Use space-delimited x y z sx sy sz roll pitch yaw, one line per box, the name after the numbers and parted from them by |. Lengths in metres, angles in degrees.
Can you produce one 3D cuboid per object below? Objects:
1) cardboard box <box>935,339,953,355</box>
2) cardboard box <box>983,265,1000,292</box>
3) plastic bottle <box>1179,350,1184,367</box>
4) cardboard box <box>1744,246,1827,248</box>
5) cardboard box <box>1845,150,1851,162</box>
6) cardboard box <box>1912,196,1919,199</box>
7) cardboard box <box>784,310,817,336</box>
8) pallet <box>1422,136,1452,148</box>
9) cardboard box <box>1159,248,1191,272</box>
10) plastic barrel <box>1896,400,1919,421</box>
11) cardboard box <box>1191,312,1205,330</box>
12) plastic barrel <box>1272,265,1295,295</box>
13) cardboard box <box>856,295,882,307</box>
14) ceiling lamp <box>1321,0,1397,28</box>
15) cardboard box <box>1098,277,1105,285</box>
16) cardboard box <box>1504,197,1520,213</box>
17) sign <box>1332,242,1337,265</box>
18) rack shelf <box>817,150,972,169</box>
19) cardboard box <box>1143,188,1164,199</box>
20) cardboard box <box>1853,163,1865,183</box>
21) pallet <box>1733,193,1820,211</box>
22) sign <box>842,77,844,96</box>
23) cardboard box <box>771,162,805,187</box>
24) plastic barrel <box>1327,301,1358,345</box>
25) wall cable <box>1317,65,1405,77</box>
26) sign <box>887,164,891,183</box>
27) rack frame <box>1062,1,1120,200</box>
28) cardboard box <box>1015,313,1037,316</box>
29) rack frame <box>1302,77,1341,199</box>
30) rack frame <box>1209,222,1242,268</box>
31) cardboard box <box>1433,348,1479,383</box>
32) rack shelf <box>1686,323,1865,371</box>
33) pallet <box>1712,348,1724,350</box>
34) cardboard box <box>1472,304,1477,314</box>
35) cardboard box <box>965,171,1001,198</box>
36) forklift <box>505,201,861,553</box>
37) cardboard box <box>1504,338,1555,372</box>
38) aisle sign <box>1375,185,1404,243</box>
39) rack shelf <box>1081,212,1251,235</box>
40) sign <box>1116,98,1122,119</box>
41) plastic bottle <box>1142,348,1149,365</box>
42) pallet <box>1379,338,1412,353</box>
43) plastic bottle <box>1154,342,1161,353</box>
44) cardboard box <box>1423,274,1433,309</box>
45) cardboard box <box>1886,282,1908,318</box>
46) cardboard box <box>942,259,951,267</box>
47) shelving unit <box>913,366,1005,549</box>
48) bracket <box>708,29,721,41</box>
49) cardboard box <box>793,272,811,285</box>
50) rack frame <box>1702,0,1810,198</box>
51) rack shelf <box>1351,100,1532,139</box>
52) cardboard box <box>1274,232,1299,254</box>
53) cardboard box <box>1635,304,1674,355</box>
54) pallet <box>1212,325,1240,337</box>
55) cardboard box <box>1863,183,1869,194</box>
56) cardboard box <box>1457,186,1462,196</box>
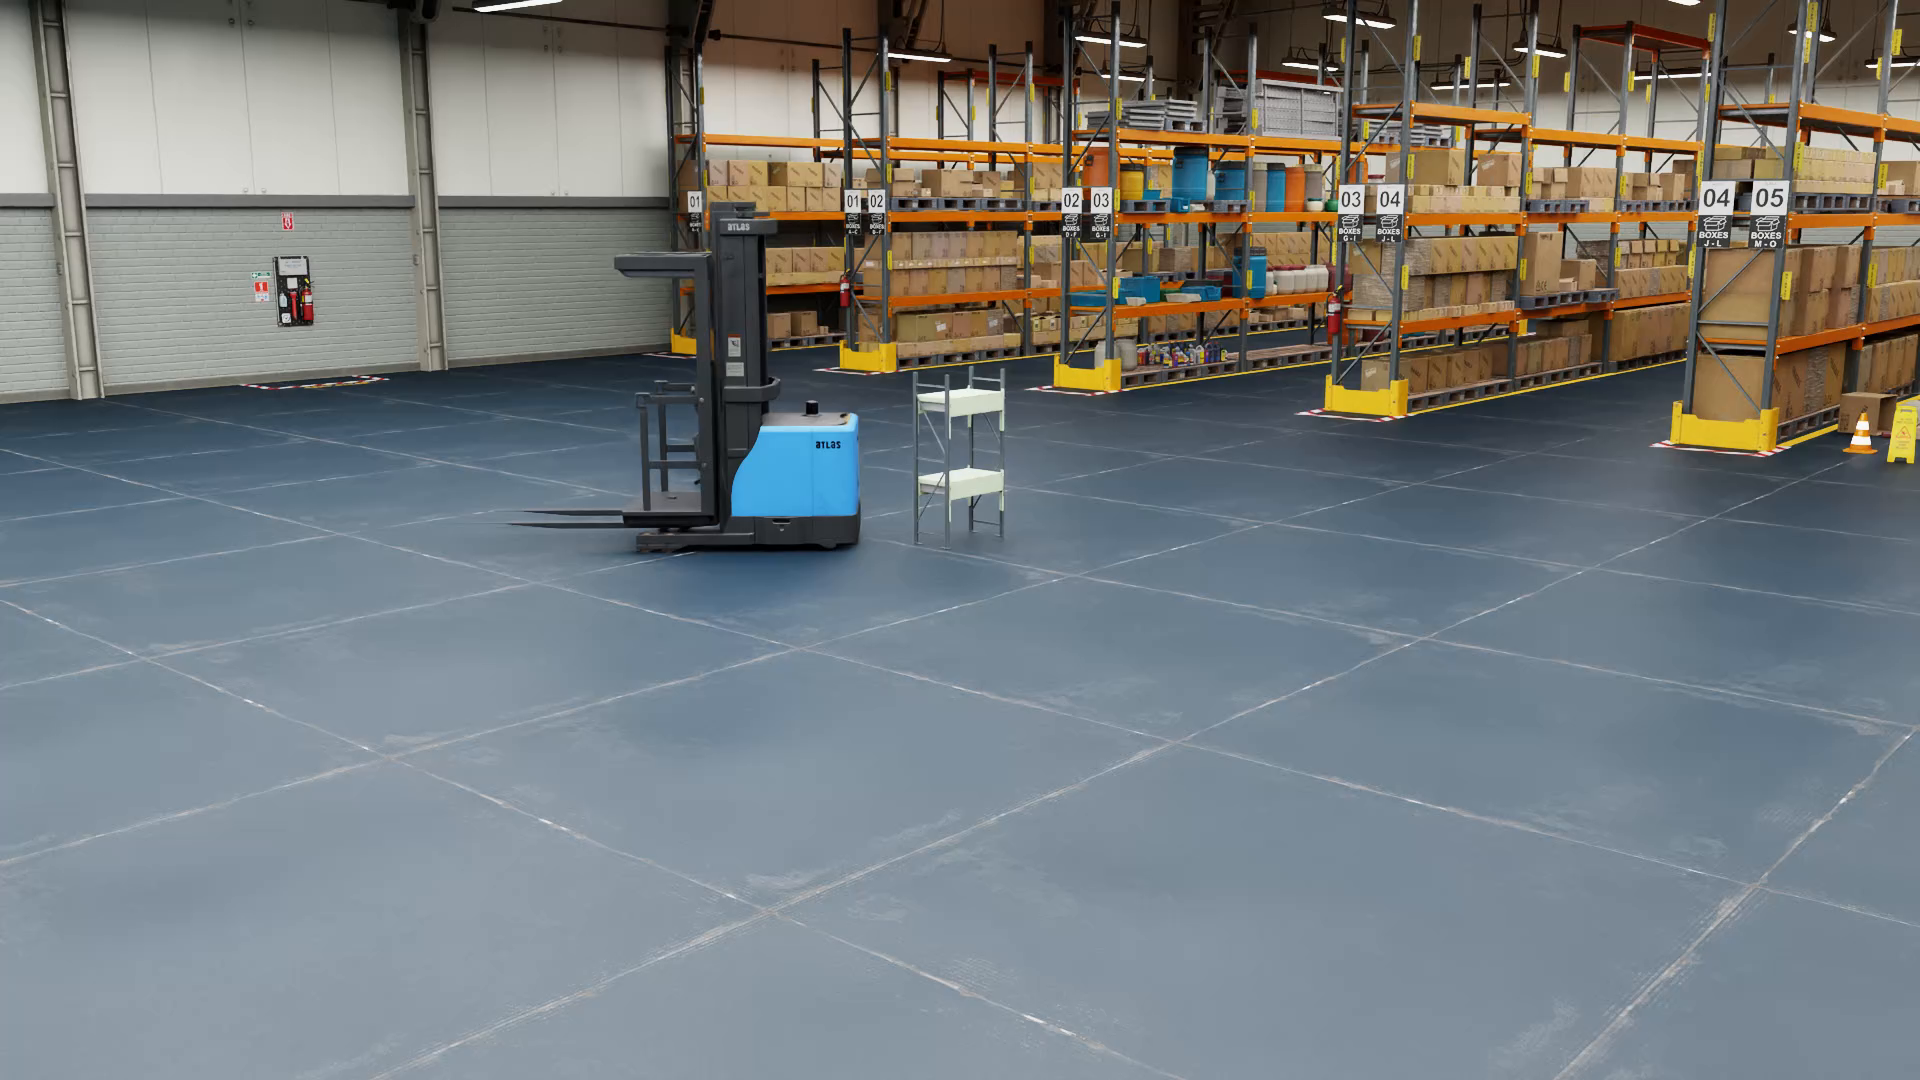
-0.482 -3.635 31.202 0.500 0.250 0.500 10 15 40 | cardboard box
0.348 -5.073 32.197 0.700 0.500 0.500 10 15 40 | cardboard box
3.781 -3.109 28.459 0.097 0.271 0.097 0 11 0 | plastic bottle
10.729 -3.548 21.676 0.875 0.550 0.500 10 15 40 | cardboard box
11.242 -4.944 21.427 0.380 0.149 0.250 10 15 40 | cardboard box
15.295 -5.389 26.121 0.500 0.500 0.500 10 15 40 | cardboard box
-3.399 -4.641 35.546 0.500 0.500 0.500 8 14 36 | cardboard box
9.456 -8.232 34.455 1.003 0.211 1.213 10 15 40 | pallet
4.698 -6.229 36.913 0.500 0.500 0.700 -9 14 -37 | cardboard box
12.481 -1.603 21.654 0.421 0.421 0.512 -2 11 -9 | plastic barrel
5.152 -5.005 37.372 0.500 0.500 0.500 9 14 38 | cardboard box
5.978 -4.815 30.811 0.433 0.535 0.433 0 11 0 | plastic barrel
-1.983 -5.342 37.142 0.500 0.250 0.500 9 15 39 | cardboard box
6.711 -9.950 26.651 0.800 3.185 2.000 10 15 40 | ceiling lamp
2.820 -5.439 34.926 0.250 0.149 0.380 -11 16 -43 | cardboard box
8.314 -5.184 25.731 0.500 0.250 0.500 11 15 42 | cardboard box
5.374 -4.096 23.799 0.100 0.325 0.005 10 15 40 | sign
-1.424 -8.496 37.130 1.077 0.370 4.000 10 15 40 | rack shelf
3.883 -7.346 35.917 0.910 0.500 0.500 10 15 40 | cardboard box
11.611 -4.849 21.970 0.500 0.250 0.500 10 15 40 | cardboard box
9.919 -4.181 20.552 1.003 0.211 1.213 10 15 40 | pallet
-2.059 -8.091 29.659 0.100 0.325 0.005 10 15 40 | sign
-3.562 -7.560 34.385 0.500 0.500 0.500 9 14 38 | cardboard box
7.648 -4.332 33.211 0.600 0.830 0.708 10 15 40 | plastic barrel
11.211 -11.906 46.380 3.097 2.526 0.112 10 15 40 | wall cable
-1.248 -6.446 29.233 0.100 0.325 0.005 10 15 40 | sign
2.057 -6.881 26.187 1.000 3.000 0.127 10 15 40 | rack frame
1.370 -4.475 33.975 0.500 0.311 0.500 10 15 42 | cardboard box
8.901 -9.876 41.183 1.000 3.000 0.127 10 15 40 | rack frame
6.260 -6.346 38.824 1.000 3.000 0.127 10 15 40 | rack frame
7.752 -2.728 26.023 0.500 0.500 0.500 -7 13 -30 | cardboard box
10.757 -2.584 21.827 1.077 0.370 4.000 10 15 40 | rack shelf
15.065 -3.979 34.094 1.003 0.211 1.213 10 15 40 | pallet
7.635 -3.517 25.303 0.380 0.149 0.250 10 15 40 | cardboard box
0.449 -6.923 32.372 0.500 0.500 0.500 -11 15 -43 | cardboard box
-2.405 -1.434 14.406 3.031 2.935 1.130 0 11 -1 | forklift
9.538 -3.115 27.907 0.700 0.500 0.500 8 14 36 | cardboard box
5.962 -4.526 23.074 0.394 0.787 0.004 10 15 40 | aisle sign
3.378 -5.352 28.025 1.077 0.370 4.000 10 15 40 | rack shelf
2.468 -6.707 25.849 0.100 0.325 0.005 10 15 40 | sign
3.208 -3.170 28.734 0.061 0.283 0.133 10 15 40 | plastic bottle
8.633 -4.049 34.443 1.003 0.211 1.213 10 15 40 | pallet
3.448 -3.289 29.160 0.144 0.351 0.185 10 15 40 | plastic bottle
6.402 -3.660 24.363 0.875 0.500 0.500 10 15 40 | cardboard box
13.627 -3.545 24.546 0.500 0.500 0.500 10 15 41 | cardboard box
-0.391 -5.167 31.011 0.380 0.149 0.250 10 15 40 | cardboard box
-0.004 -0.734 14.559 0.431 1.500 0.755 10 15 40 | shelving unit
-5.032 -10.157 33.399 0.235 0.232 0.430 10 15 40 | bracket
-3.485 -5.488 34.860 0.500 0.250 0.500 10 15 40 | cardboard box
9.437 -5.585 19.696 1.000 3.000 0.127 10 15 40 | rack frame
7.098 -6.181 24.525 1.077 0.370 4.000 10 15 40 | rack shelf
7.803 -7.146 40.021 0.500 0.500 0.500 10 15 42 | cardboard box
12.703 -4.000 31.432 1.225 0.875 0.875 9 14 38 | cardboard box
5.752 -4.854 38.473 1.003 0.211 1.213 10 15 40 | pallet
11.911 -4.702 22.249 0.380 0.149 0.250 10 15 41 | cardboard box
7.147 -5.132 24.454 0.380 0.149 0.250 10 15 40 | cardboard box
